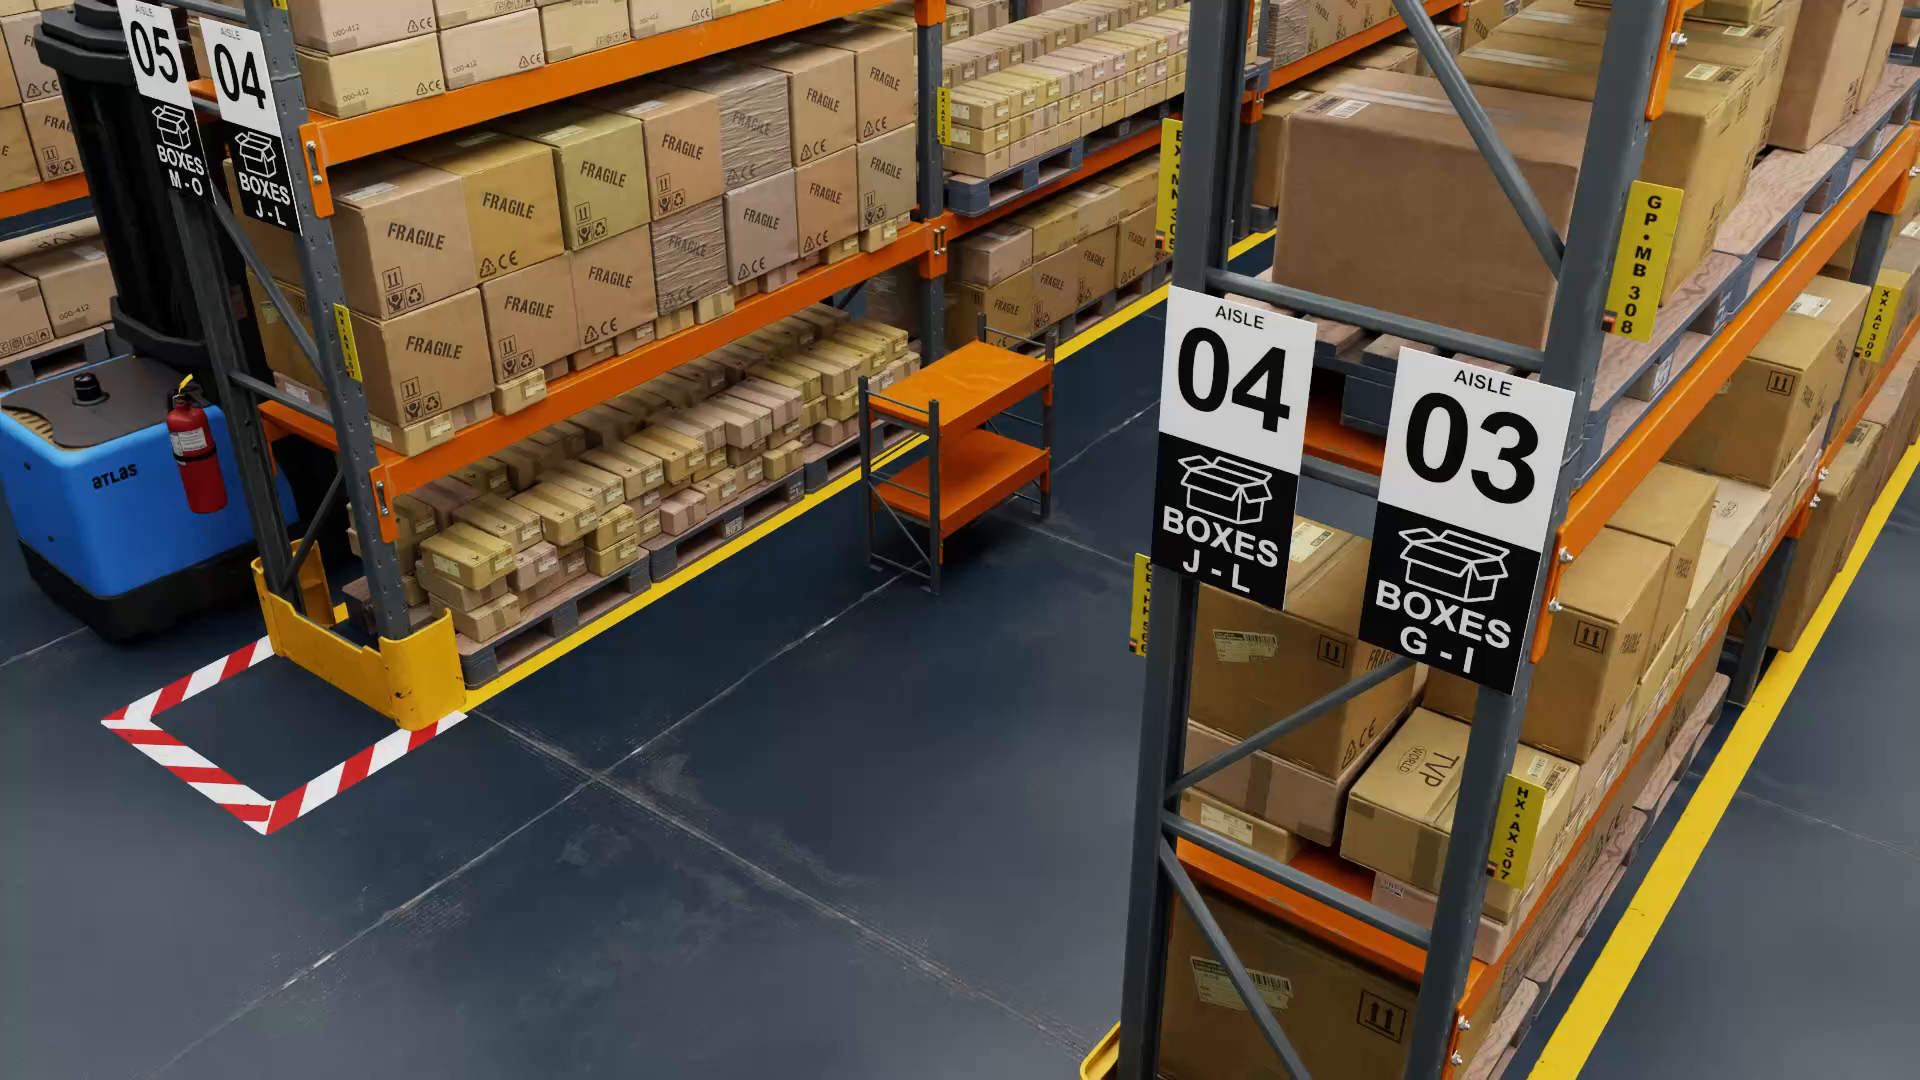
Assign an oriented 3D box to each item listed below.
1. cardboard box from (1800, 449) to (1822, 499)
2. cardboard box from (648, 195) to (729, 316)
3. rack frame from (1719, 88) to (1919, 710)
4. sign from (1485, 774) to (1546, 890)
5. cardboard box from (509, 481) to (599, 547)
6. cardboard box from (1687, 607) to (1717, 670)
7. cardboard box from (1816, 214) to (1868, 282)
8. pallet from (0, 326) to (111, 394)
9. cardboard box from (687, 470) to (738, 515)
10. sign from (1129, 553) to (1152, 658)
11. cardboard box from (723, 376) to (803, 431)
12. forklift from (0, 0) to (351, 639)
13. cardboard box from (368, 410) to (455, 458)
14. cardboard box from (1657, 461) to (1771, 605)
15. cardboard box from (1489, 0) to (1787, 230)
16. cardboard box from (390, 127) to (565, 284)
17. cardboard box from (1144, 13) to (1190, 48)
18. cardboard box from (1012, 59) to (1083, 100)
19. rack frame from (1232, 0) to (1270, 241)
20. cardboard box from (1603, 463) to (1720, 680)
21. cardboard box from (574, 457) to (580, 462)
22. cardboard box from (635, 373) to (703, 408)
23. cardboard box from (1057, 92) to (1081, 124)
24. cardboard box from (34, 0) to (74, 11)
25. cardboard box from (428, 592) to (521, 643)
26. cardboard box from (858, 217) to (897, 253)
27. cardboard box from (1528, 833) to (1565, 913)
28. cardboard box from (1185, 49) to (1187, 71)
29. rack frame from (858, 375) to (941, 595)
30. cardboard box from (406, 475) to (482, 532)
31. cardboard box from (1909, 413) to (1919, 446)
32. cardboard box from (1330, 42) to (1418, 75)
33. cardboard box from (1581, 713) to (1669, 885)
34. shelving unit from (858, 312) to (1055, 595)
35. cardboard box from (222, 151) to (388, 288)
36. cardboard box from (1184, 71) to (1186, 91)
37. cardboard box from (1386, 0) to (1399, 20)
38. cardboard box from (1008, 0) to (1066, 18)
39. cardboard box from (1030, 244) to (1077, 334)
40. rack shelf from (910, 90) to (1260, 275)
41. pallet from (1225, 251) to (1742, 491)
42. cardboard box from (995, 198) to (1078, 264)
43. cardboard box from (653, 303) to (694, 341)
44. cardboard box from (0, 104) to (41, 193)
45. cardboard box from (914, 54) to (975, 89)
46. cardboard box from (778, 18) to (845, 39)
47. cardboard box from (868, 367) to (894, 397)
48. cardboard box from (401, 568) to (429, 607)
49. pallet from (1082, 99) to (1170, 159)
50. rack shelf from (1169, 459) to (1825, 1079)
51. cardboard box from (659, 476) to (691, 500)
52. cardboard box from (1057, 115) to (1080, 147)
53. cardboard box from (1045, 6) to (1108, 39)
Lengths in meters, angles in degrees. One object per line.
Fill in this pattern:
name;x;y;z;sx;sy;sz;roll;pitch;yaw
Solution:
cardboard box;3.438;-0.329;7.110;0.380;0.149;0.250;21;37;32
cardboard box;-1.545;-1.502;8.452;0.500;0.500;0.500;20;36;30
rack frame;3.361;-0.662;7.425;1.000;3.000;0.127;21;37;31
sign;1.385;0.730;4.149;0.100;0.325;0.005;21;37;31
cardboard box;-2.035;-0.135;8.336;0.380;0.149;0.250;21;37;31
cardboard box;2.508;0.296;6.054;0.380;0.149;0.250;22;37;32
cardboard box;3.740;-1.399;7.586;0.797;0.503;0.637;20;36;30
pallet;-6.534;-1.236;11.128;1.003;0.211;1.213;21;37;31
cardboard box;-1.453;-0.305;9.208;0.380;0.149;0.250;21;37;31
sign;0.522;0.191;4.618;0.100;0.325;0.005;21;37;31
cardboard box;-1.116;-0.776;9.418;0.380;0.149;0.250;19;36;29
forklift;-3.586;-1.440;8.805;1.130;2.935;3.031;24;38;34
cardboard box;-2.490;-0.527;7.443;0.380;0.149;0.250;21;36;31
cardboard box;2.685;-0.047;6.242;0.500;0.250;0.500;22;37;32
cardboard box;1.927;-1.238;4.847;0.700;0.500;0.500;18;35;28
cardboard box;-2.165;-1.513;7.490;0.500;0.500;0.500;22;37;33
cardboard box;1.482;-3.526;11.509;0.380;0.149;0.250;22;37;33
cardboard box;0.545;-2.896;10.446;0.380;0.149;0.250;21;36;31
rack frame;1.882;-3.856;12.814;1.000;3.000;0.127;21;37;31
cardboard box;2.061;0.050;5.343;0.500;0.500;0.500;20;36;30
cardboard box;-2.242;-0.415;9.100;0.380;0.149;0.250;22;37;32
cardboard box;-1.689;-0.824;9.500;0.380;0.149;0.250;19;36;29
cardboard box;0.539;-2.766;10.517;0.380;0.149;0.250;19;36;29
cardboard box;-5.725;-3.420;10.364;0.380;0.149;0.250;21;37;32
cardboard box;-2.376;0.327;8.140;0.380;0.149;0.250;22;37;32
cardboard box;-0.587;-1.795;9.584;0.380;0.149;0.250;20;36;30
cardboard box;1.577;0.924;4.995;0.380;0.149;0.250;21;36;31
cardboard box;1.479;-3.397;11.582;0.380;0.149;0.250;21;37;31
rack frame;-0.311;-0.275;8.610;0.500;1.125;0.032;21;37;31
cardboard box;-2.632;-0.192;8.432;0.380;0.149;0.250;22;37;32
cardboard box;5.342;-1.281;10.141;1.225;0.875;0.875;19;36;29
cardboard box;3.408;-4.023;14.892;1.050;0.750;0.750;21;37;31
cardboard box;2.355;0.681;6.831;0.875;0.875;0.875;21;37;31
shelving unit;-0.004;-0.481;8.959;0.538;1.125;1.048;21;37;31
cardboard box;-2.869;-1.468;7.414;0.500;0.500;0.500;20;36;30
cardboard box;1.491;-3.281;11.679;0.380;0.149;0.250;21;36;31
cardboard box;3.585;-4.819;14.342;0.500;0.500;0.500;22;37;32
cardboard box;0.860;-6.118;18.917;0.500;0.250;0.500;19;36;29
cardboard box;0.443;-1.769;11.333;0.500;0.500;0.500;23;38;33
rack shelf;0.675;-2.733;11.625;1.077;0.370;4.000;21;37;31
pallet;1.386;-0.593;4.454;1.003;0.211;1.213;21;37;31
cardboard box;0.444;-2.094;11.145;0.500;0.250;0.500;22;37;33
cardboard box;-1.589;-1.176;8.539;0.380;0.149;0.250;23;37;33
cardboard box;-6.153;-2.450;10.344;0.500;0.500;0.500;21;36;31
cardboard box;-0.127;-2.995;10.613;0.380;0.149;0.250;20;36;30
cardboard box;-0.999;-2.722;9.531;0.500;0.500;0.500;22;37;32
cardboard box;-0.623;-0.972;10.041;0.380;0.149;0.250;19;36;29
cardboard box;-2.796;0.164;8.416;0.380;0.149;0.250;22;37;32
pallet;0.720;-2.956;11.484;1.003;0.211;1.213;21;37;31
rack shelf;2.153;0.460;6.237;1.077;0.370;4.000;21;37;31
cardboard box;-1.682;-0.372;9.028;0.380;0.149;0.250;23;38;34
cardboard box;0.541;-2.638;10.593;0.380;0.149;0.250;22;37;32
cardboard box;0.815;-3.629;11.683;0.380;0.149;0.250;23;38;33
